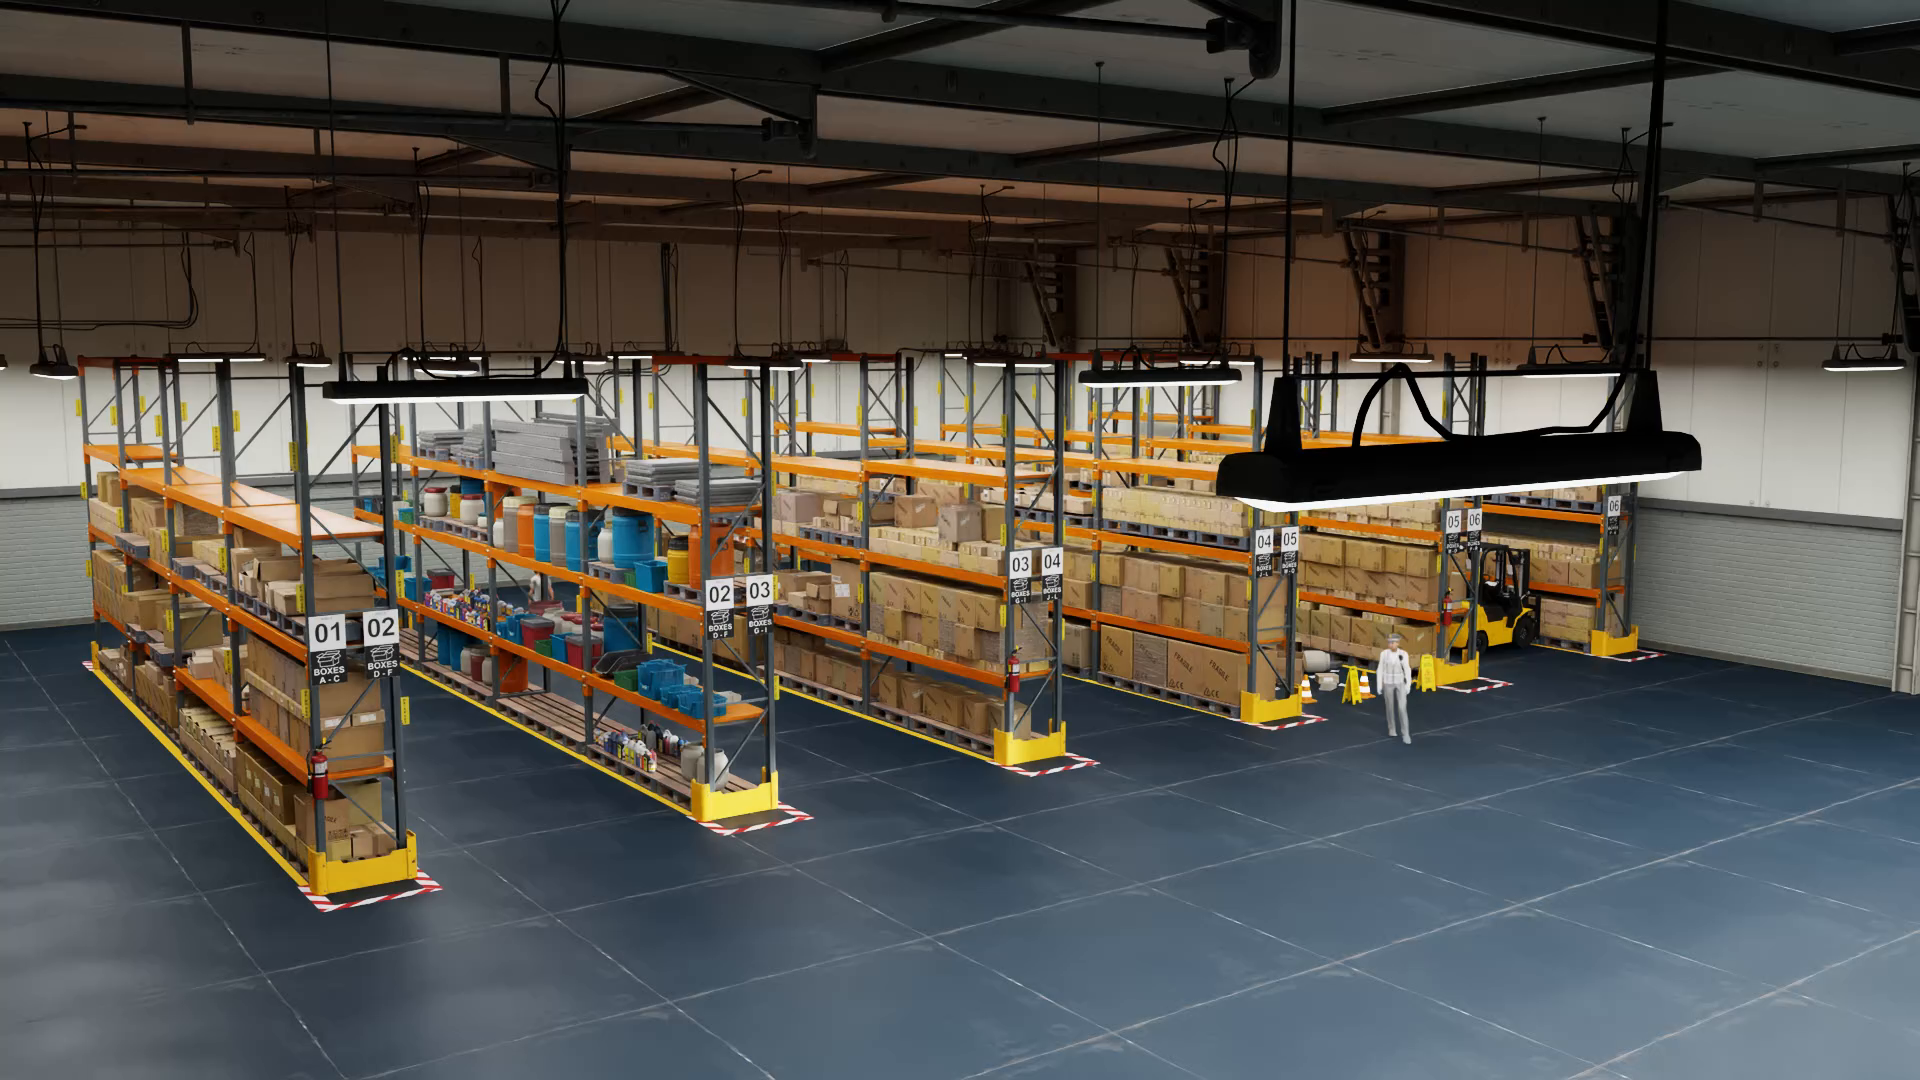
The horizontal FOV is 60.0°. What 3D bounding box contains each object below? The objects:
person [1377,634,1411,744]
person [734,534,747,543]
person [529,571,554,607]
[{"bbox_3d":[6.890,2.319,26.319,0.590,1.680,0.644,3,7,20],"label":"person"},{"bbox_3d":[-5.370,0.531,40.667,0.509,1.742,1.064,2,7,18],"label":"person"},{"bbox_3d":[-8.781,1.280,35.005,1.068,1.603,0.449,7,10,43],"label":"person"}]
